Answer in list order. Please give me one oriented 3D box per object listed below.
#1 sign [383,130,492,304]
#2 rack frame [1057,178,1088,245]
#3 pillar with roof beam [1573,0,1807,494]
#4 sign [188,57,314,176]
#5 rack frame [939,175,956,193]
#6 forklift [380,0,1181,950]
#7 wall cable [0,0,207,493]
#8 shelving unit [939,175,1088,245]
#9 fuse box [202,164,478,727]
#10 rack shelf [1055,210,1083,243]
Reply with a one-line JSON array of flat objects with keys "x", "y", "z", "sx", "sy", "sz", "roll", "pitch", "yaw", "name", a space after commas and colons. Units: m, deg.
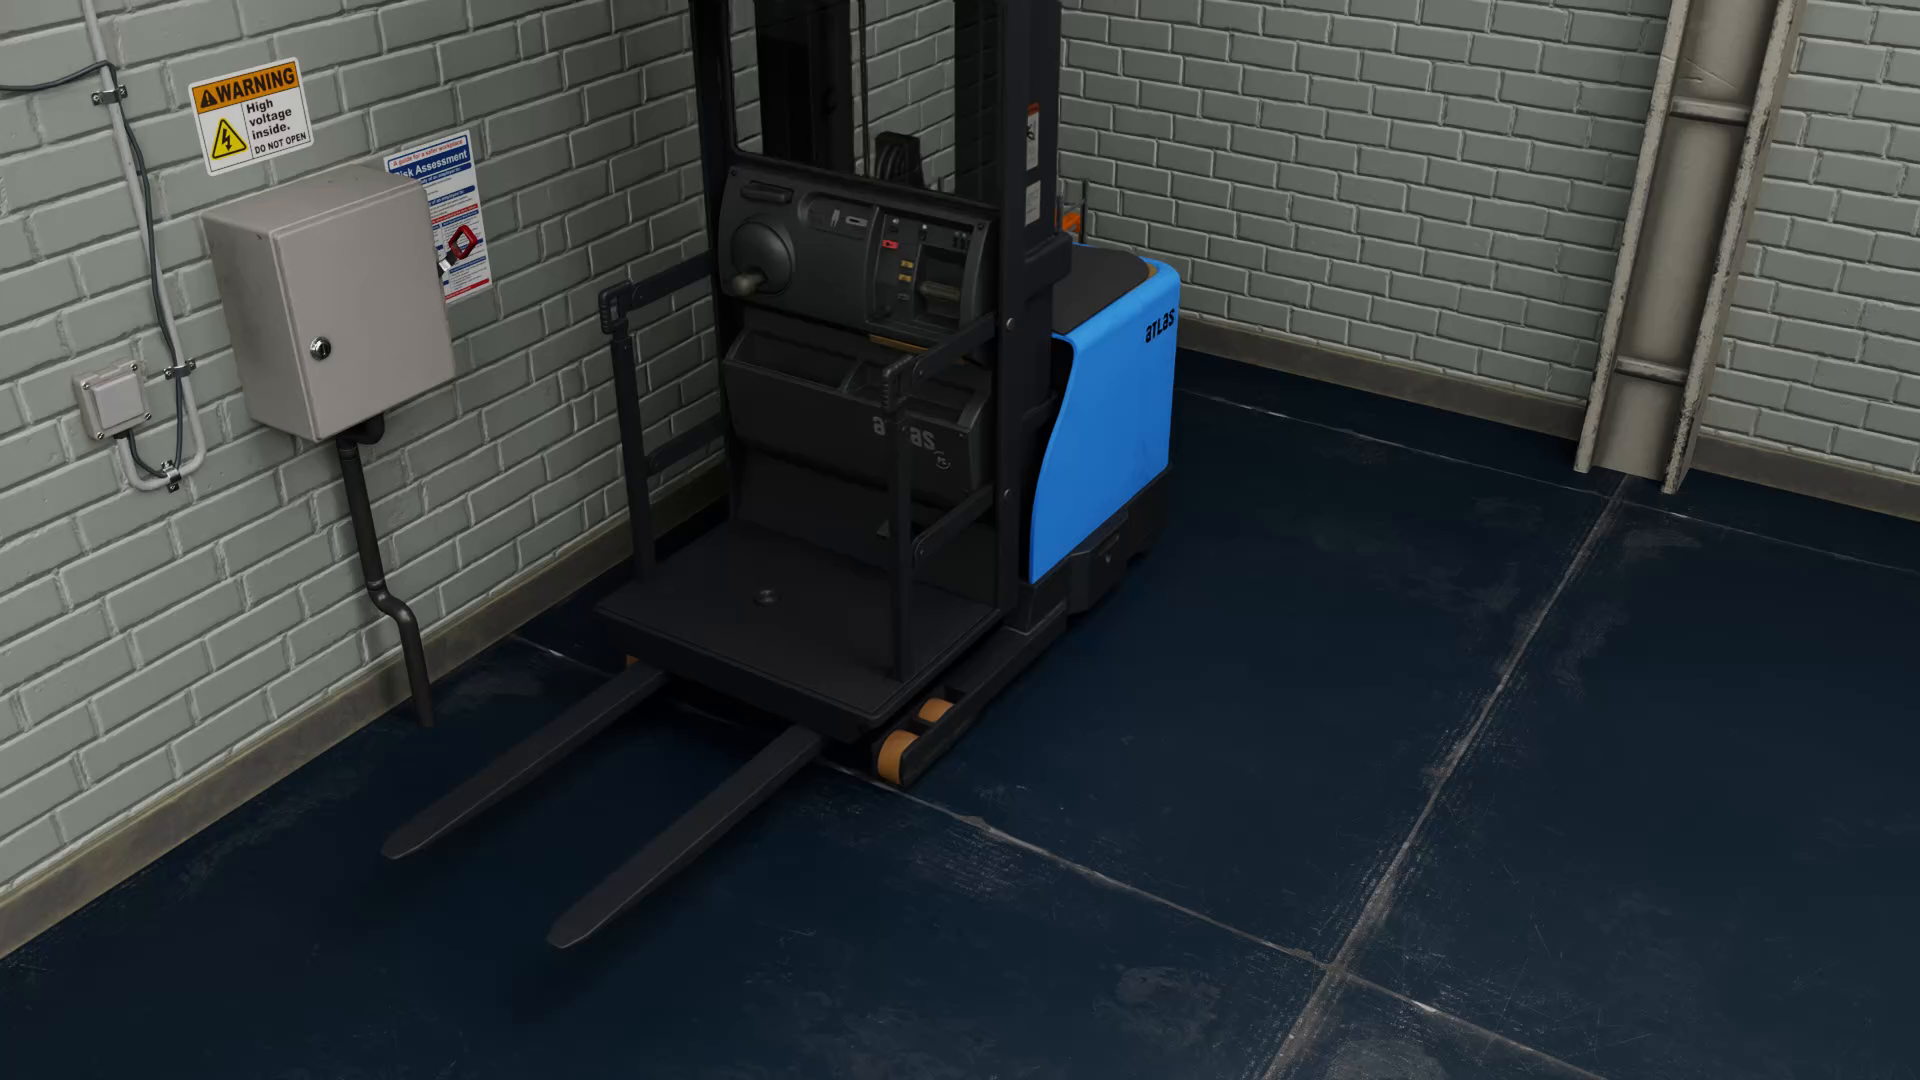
[{"x": -1.561, "y": -0.949, "z": 4.995, "sx": 0.001, "sy": 0.494, "sz": 0.329, "roll": 18, "pitch": 35, "yaw": 27, "name": "sign"}, {"x": 0.414, "y": -0.773, "z": 6.384, "sx": 0.015, "sy": 1.200, "sz": 0.240, "roll": 15, "pitch": 33, "yaw": 24, "name": "rack frame"}, {"x": 0.442, "y": -2.346, "z": 1.342, "sx": 0.400, "sy": 9.000, "sz": 9.100, "roll": 18, "pitch": 35, "yaw": 27, "name": "pillar with roof beam"}, {"x": -1.853, "y": -1.113, "z": 4.361, "sx": 0.001, "sy": 0.242, "sz": 0.339, "roll": 18, "pitch": 35, "yaw": 27, "name": "sign"}, {"x": -0.017, "y": -0.888, "z": 6.582, "sx": 0.015, "sy": 1.200, "sz": 0.240, "roll": 15, "pitch": 33, "yaw": 24, "name": "rack frame"}, {"x": -0.439, "y": -0.801, "z": 4.714, "sx": 1.130, "sy": 2.935, "sz": 3.031, "roll": 18, "pitch": 35, "yaw": 28, "name": "forklift"}, {"x": -2.144, "y": -0.914, "z": 3.831, "sx": 0.122, "sy": 1.984, "sz": 0.588, "roll": 18, "pitch": 35, "yaw": 27, "name": "wall cable"}, {"x": 0.198, "y": -0.830, "z": 6.483, "sx": 0.503, "sy": 1.200, "sz": 0.258, "roll": 15, "pitch": 33, "yaw": 24, "name": "shelving unit"}, {"x": -1.648, "y": -0.167, "z": 4.839, "sx": 0.414, "sy": 1.711, "sz": 0.539, "roll": 18, "pitch": 35, "yaw": 27, "name": "fuse box"}, {"x": 0.198, "y": -1.170, "z": 6.285, "sx": 0.480, "sy": 0.148, "sz": 0.258, "roll": 15, "pitch": 33, "yaw": 24, "name": "rack shelf"}]
